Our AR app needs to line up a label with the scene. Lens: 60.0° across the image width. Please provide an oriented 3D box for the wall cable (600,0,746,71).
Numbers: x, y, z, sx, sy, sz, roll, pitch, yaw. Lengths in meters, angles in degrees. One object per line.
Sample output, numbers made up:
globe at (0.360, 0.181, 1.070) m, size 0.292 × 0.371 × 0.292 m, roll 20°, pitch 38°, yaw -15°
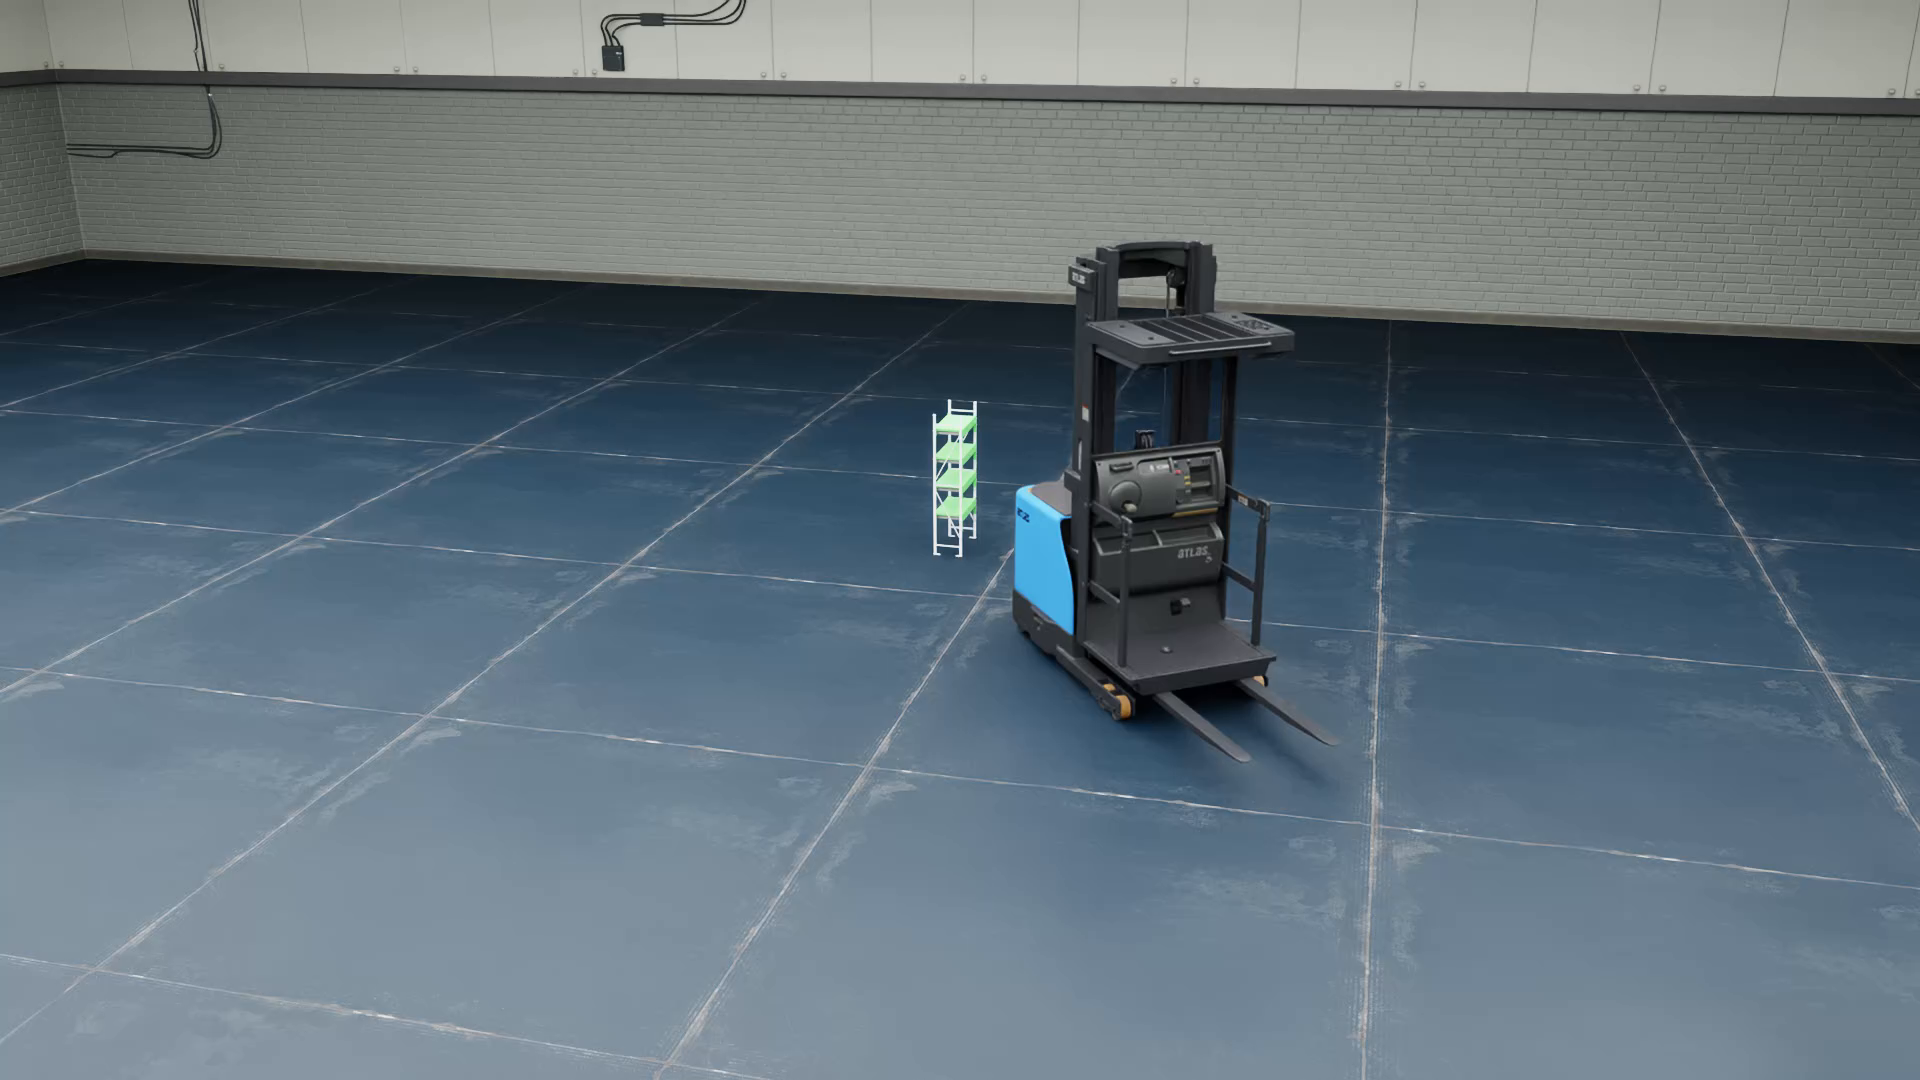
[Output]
wall cable at (-4.191, -9.757, 23.568) m, size 2.305 × 6.003 × 0.169 m, roll 5°, pitch 19°, yaw 13°

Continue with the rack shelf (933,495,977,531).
rack shelf at (-0.040, -0.228, 13.940) m, size 0.258 × 0.148 × 0.480 m, roll 5°, pitch 19°, yaw 13°

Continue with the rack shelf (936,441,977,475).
rack shelf at (-0.040, -0.683, 13.785) m, size 0.258 × 0.148 × 0.480 m, roll 5°, pitch 19°, yaw 13°

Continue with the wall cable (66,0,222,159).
wall cable at (-13.393, -7.432, 26.830) m, size 3.097 × 2.526 × 0.112 m, roll 5°, pitch 19°, yaw 13°

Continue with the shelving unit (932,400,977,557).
shelving unit at (-0.040, -0.516, 13.842) m, size 0.258 × 1.200 × 0.503 m, roll 5°, pitch 19°, yaw 13°

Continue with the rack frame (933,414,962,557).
rack frame at (-0.100, -0.439, 13.618) m, size 0.240 × 1.200 × 0.015 m, roll 5°, pitch 19°, yaw 13°

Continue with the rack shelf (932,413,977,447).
rack shelf at (-0.040, -0.910, 13.707) m, size 0.258 × 0.148 × 0.480 m, roll 5°, pitch 19°, yaw 13°

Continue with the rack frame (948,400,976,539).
rack frame at (0.019, -0.592, 14.066) m, size 0.240 × 1.200 × 0.015 m, roll 5°, pitch 19°, yaw 13°

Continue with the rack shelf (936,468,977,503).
rack shelf at (-0.040, -0.455, 13.862) m, size 0.258 × 0.148 × 0.480 m, roll 5°, pitch 19°, yaw 13°

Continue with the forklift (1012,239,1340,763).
forklift at (1.402, -0.372, 10.743) m, size 1.130 × 2.935 × 3.031 m, roll -7°, pitch 20°, yaw -20°
